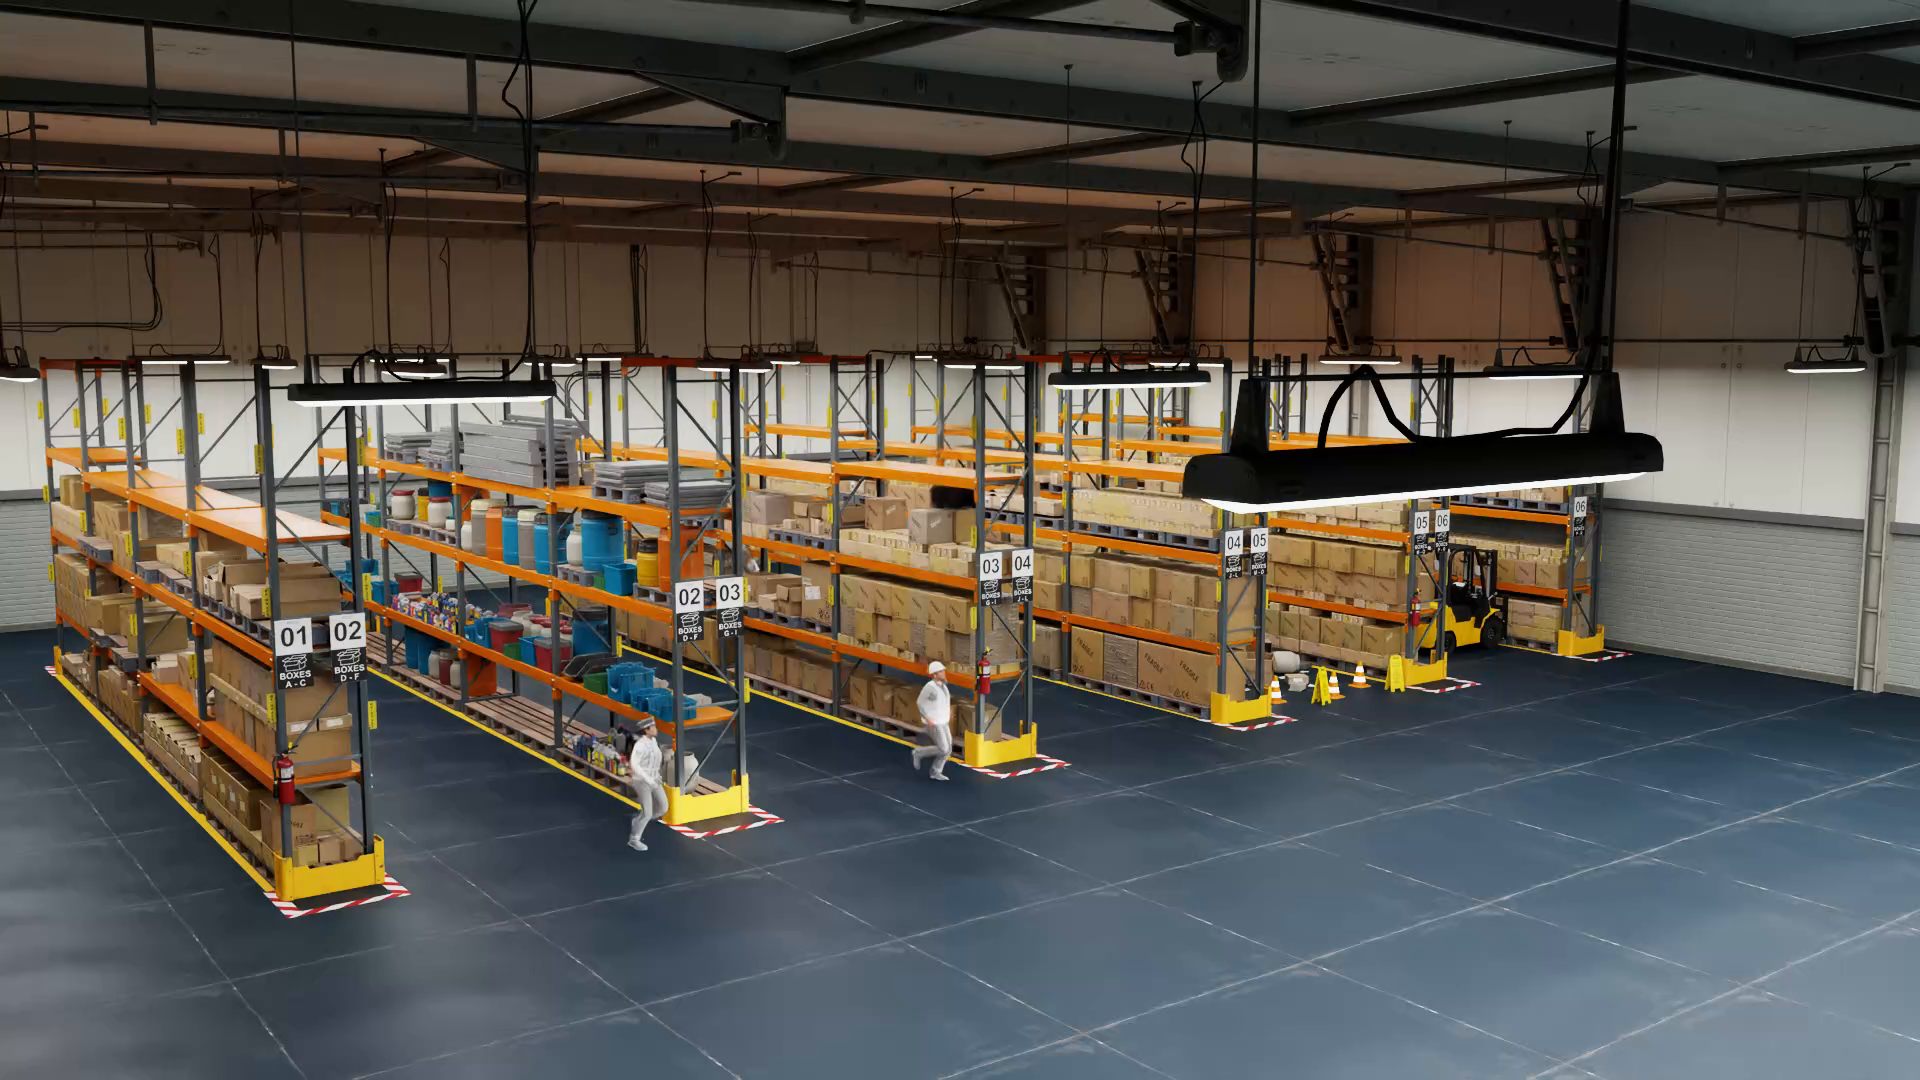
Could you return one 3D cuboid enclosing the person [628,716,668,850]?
[{"bbox_3d":[-3.900,3.030,20.900,0.489,1.640,0.669,2,7,18],"label":"person"}]

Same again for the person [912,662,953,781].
[{"bbox_3d":[-0.379,2.608,24.063,0.569,1.716,0.665,3,7,21],"label":"person"}]

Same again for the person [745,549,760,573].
[{"bbox_3d":[-4.820,0.995,37.707,0.529,1.581,0.885,-4,8,-30],"label":"person"}]
